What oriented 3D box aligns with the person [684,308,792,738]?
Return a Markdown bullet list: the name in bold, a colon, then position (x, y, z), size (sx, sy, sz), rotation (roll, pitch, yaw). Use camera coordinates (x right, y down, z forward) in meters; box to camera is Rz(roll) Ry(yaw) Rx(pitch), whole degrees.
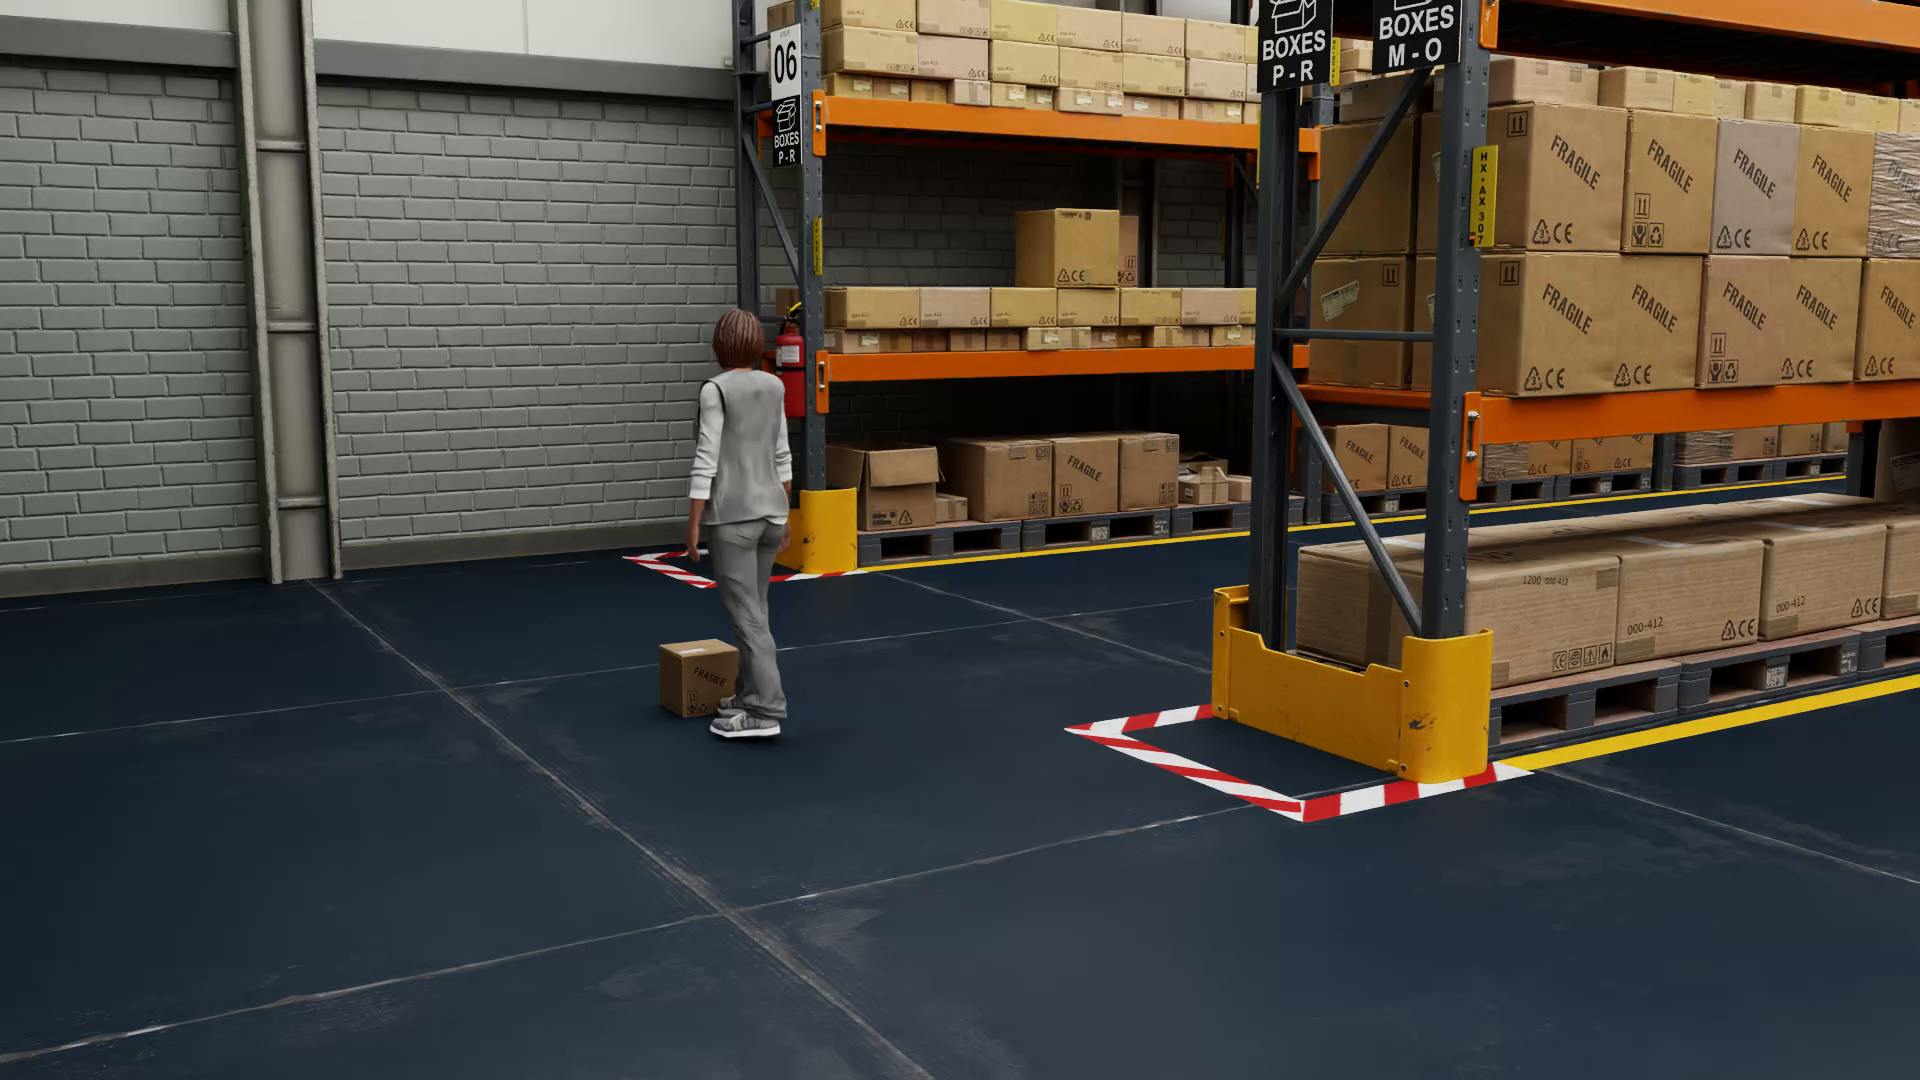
- **person**: position (-0.867, -0.063, 6.252), size (0.522, 1.600, 0.457), rotation (6, 10, 37)
